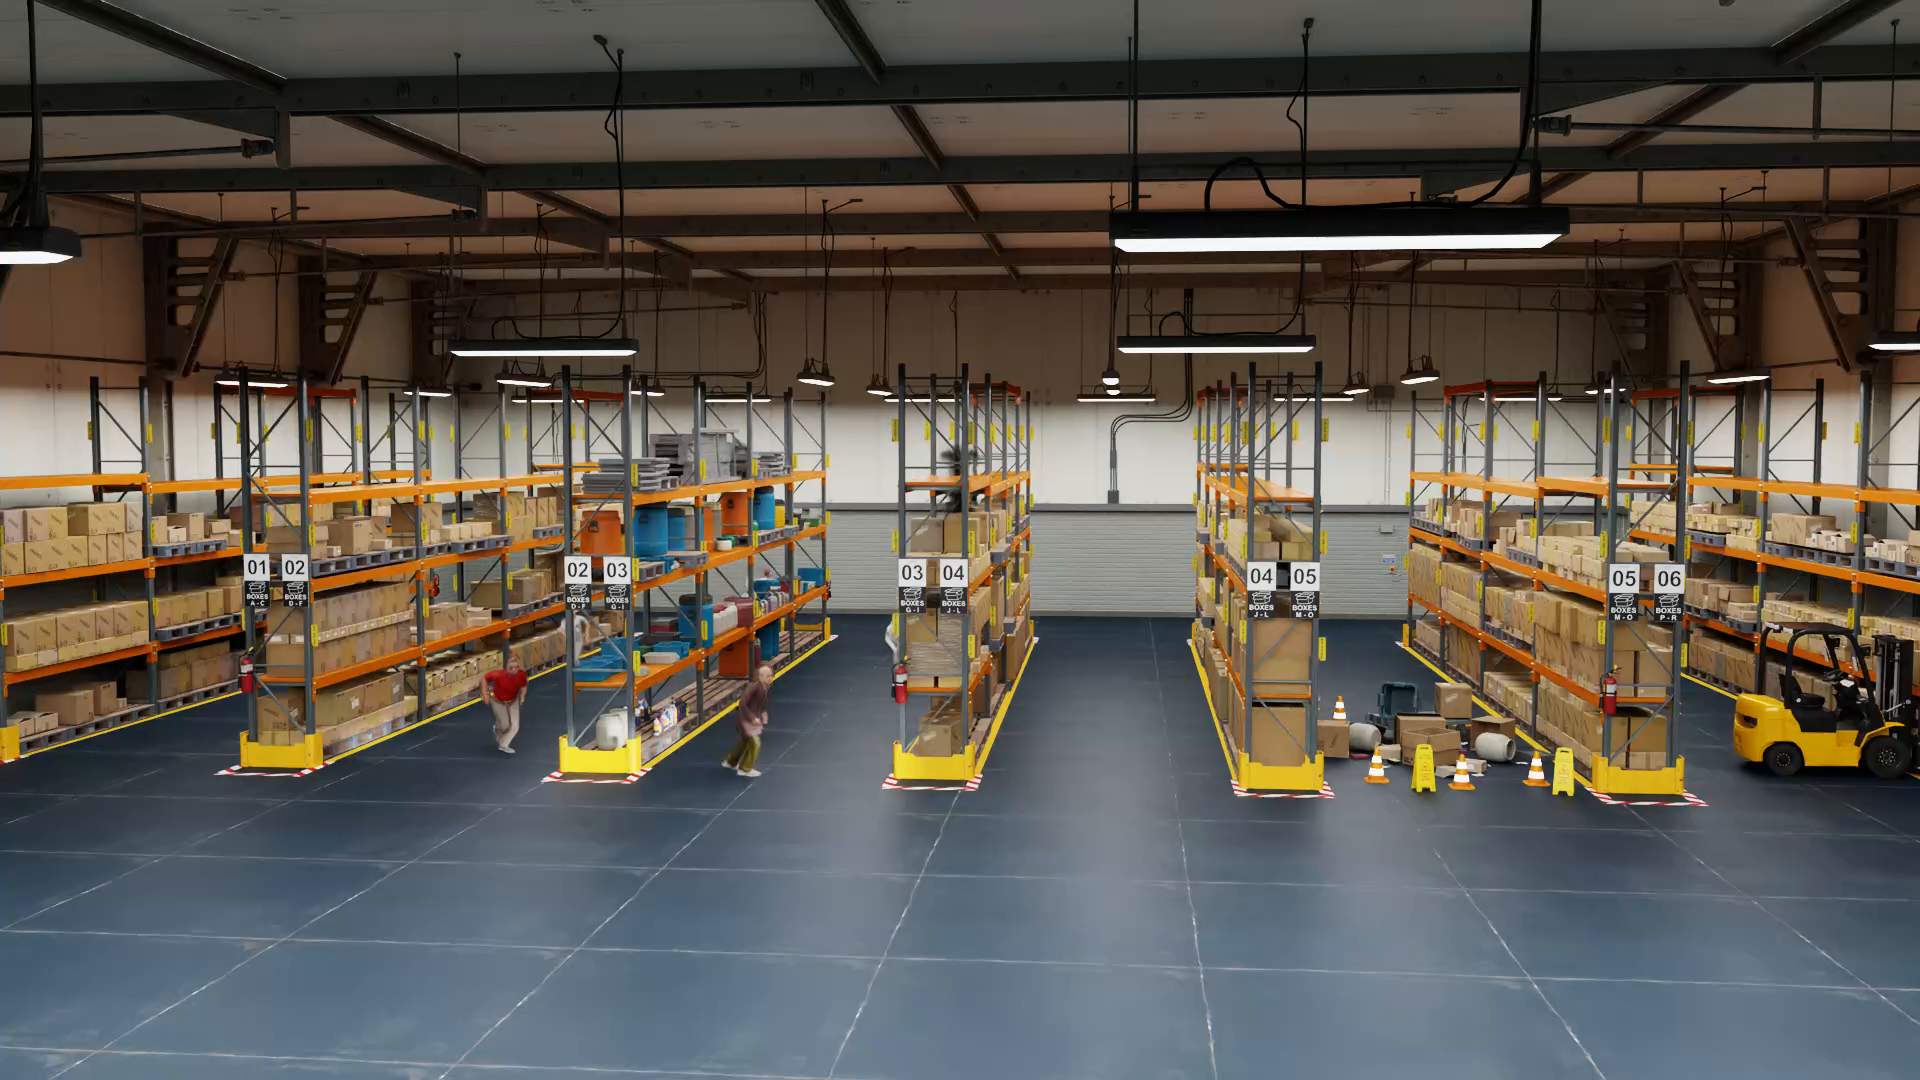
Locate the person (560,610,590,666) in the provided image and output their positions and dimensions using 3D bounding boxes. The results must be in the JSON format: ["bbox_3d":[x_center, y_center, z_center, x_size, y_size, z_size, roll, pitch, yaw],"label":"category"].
[{"bbox_3d":[-7.581,2.075,32.658,0.510,1.691,0.788,0,4,2],"label":"person"}]

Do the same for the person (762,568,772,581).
[{"bbox_3d":[-4.936,1.500,42.392,0.680,1.562,0.530,1,4,15],"label":"person"}]

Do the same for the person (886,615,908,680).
[{"bbox_3d":[-1.175,2.159,32.609,0.586,1.514,0.837,-1,4,-8],"label":"person"}]

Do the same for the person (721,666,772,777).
[{"bbox_3d":[-3.114,2.633,24.244,0.883,1.641,0.735,1,4,12],"label":"person"}]

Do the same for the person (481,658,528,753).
[{"bbox_3d":[-7.100,2.580,25.904,0.690,1.539,0.848,-2,4,-34],"label":"person"}]
